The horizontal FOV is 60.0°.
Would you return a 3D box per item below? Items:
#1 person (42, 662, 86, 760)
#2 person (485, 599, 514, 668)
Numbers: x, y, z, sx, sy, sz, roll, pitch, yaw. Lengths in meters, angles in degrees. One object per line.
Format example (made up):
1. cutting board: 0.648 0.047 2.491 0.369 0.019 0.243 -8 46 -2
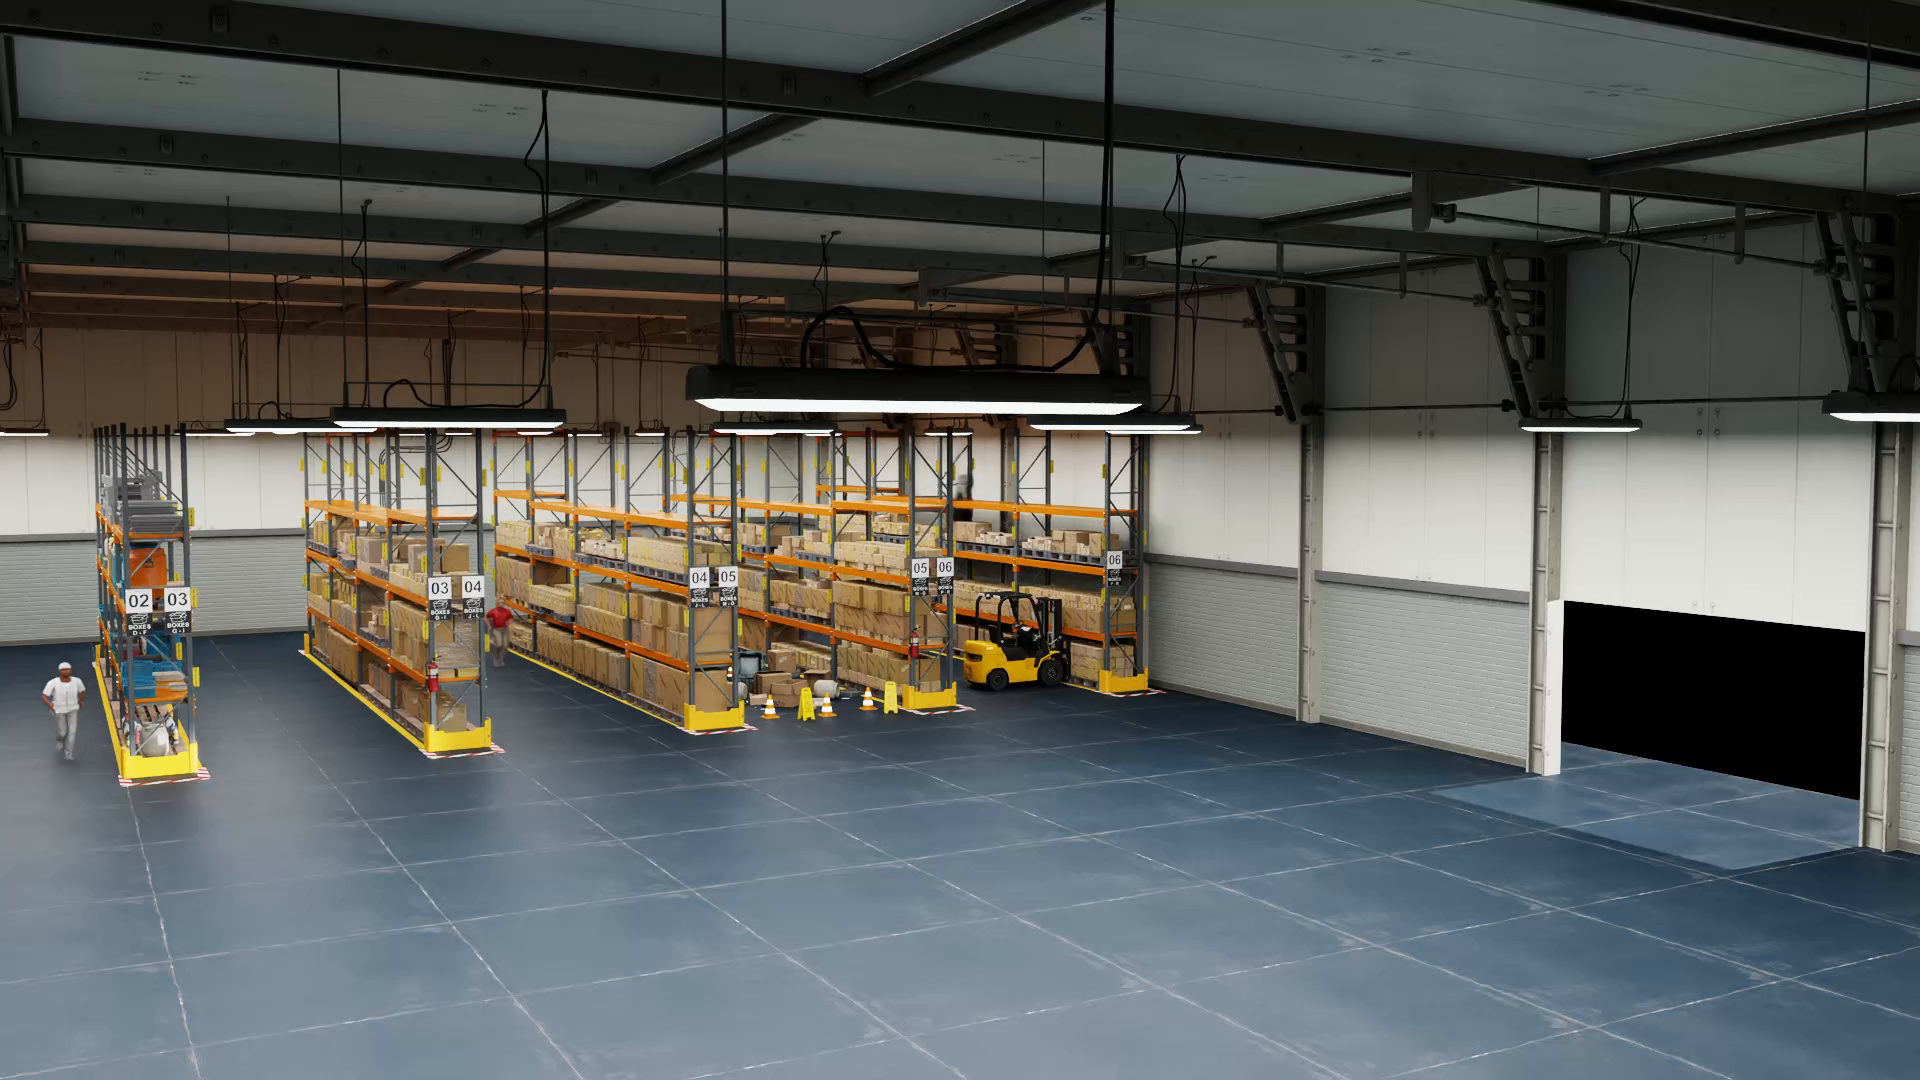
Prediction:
1. person: -15.990 3.050 29.740 0.718 1.735 0.782 -3 4 -39
2. person: -11.519 2.347 41.741 0.640 1.749 0.713 -2 4 -33
